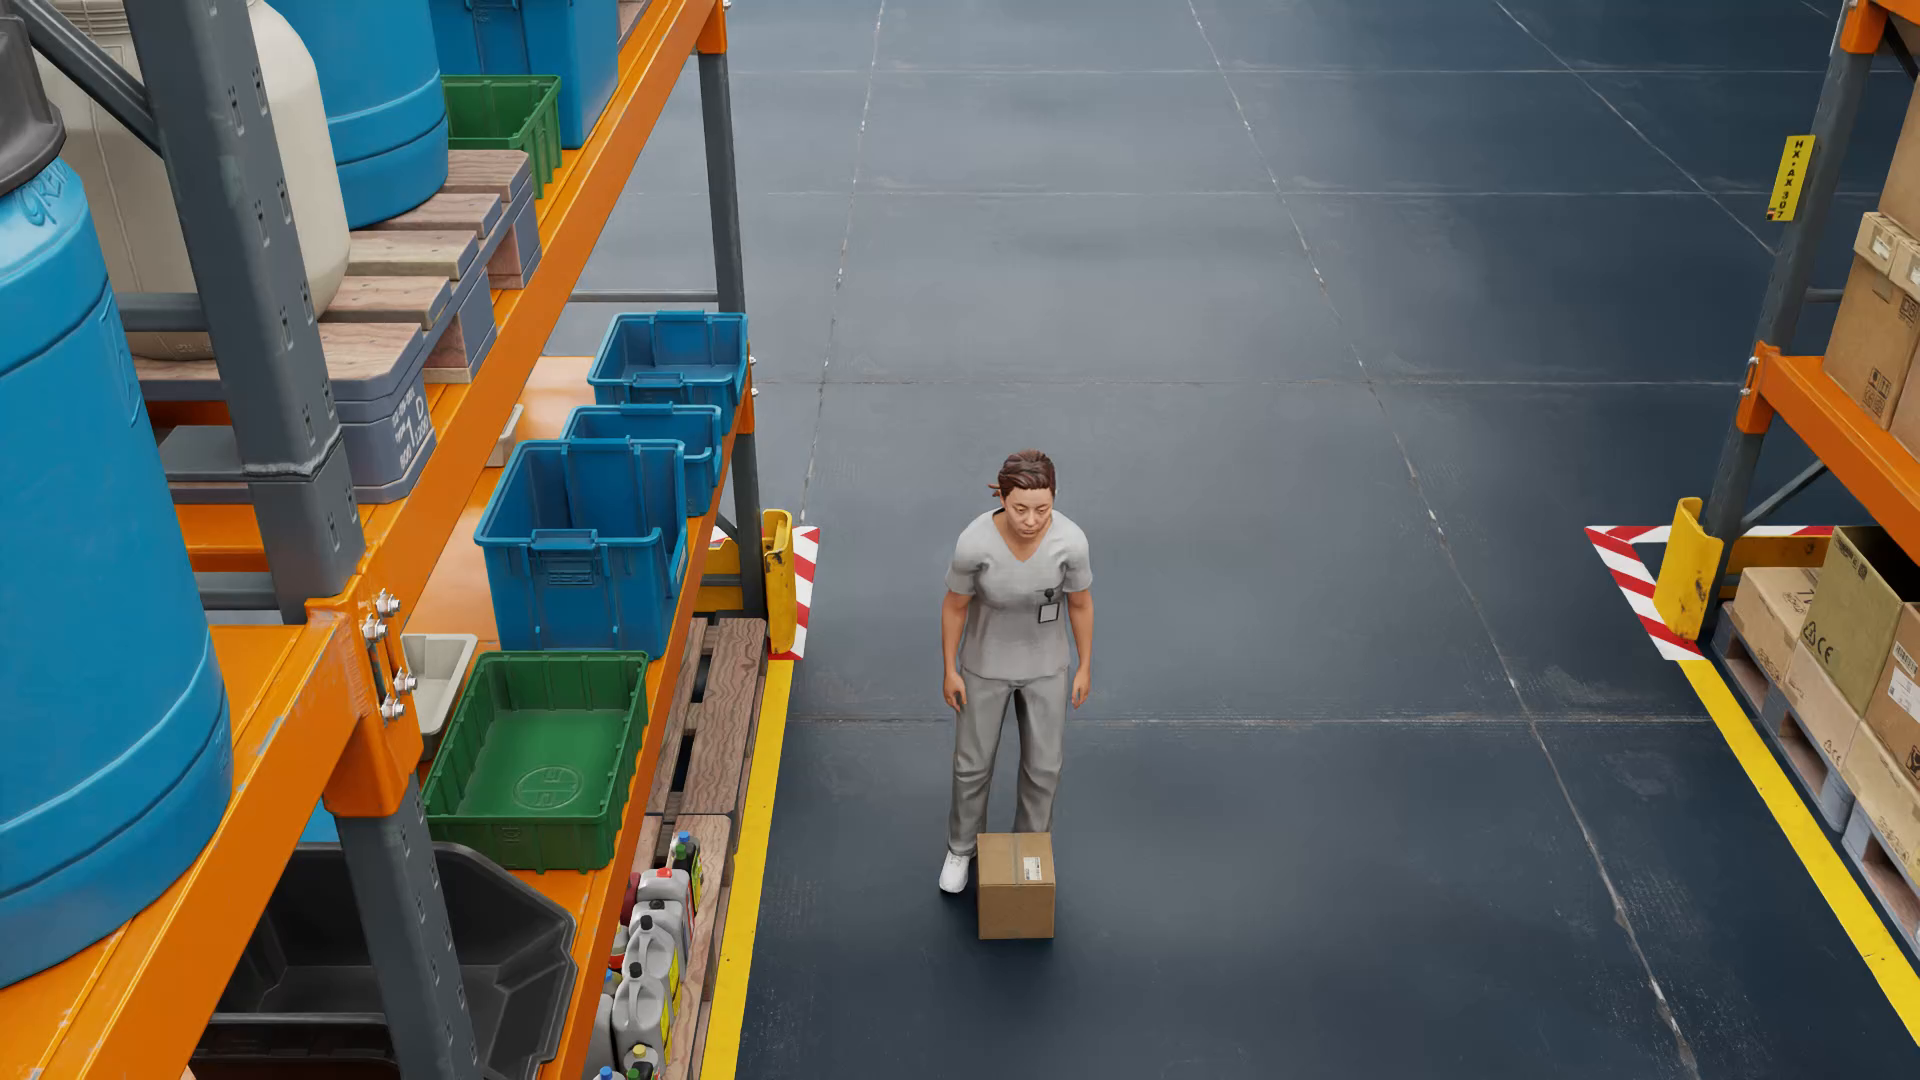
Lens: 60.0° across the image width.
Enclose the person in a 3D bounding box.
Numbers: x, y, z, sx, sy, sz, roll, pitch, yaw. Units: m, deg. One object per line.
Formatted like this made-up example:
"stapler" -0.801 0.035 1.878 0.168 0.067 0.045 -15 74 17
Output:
"person" 0.180 0.443 5.417 0.511 1.673 0.407 -1 32 -2
